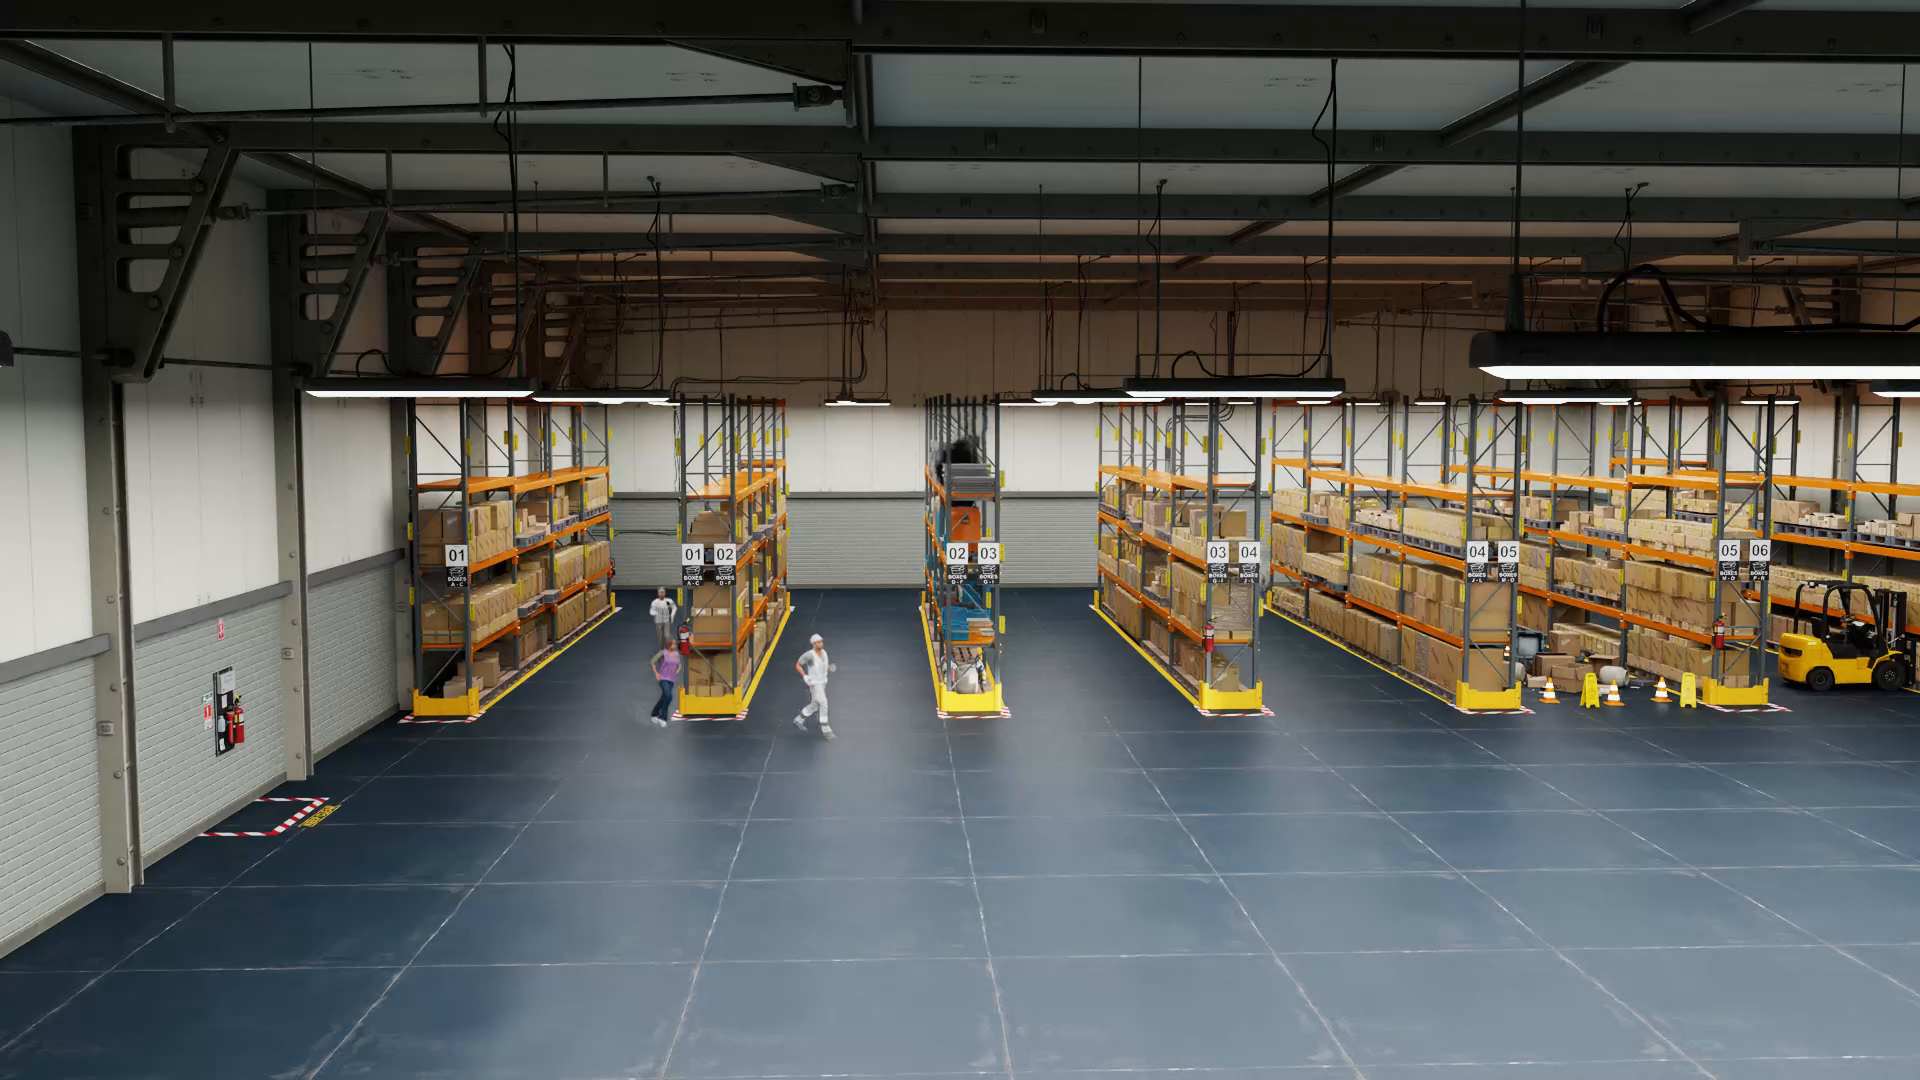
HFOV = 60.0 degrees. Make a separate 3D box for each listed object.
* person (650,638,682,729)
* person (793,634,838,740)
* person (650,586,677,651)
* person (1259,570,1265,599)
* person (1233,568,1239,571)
[{"bbox_3d":[-5.298,2.572,30.042,0.649,1.617,0.546,4,6,40],"label":"person"},{"bbox_3d":[-2.503,2.533,28.993,0.928,1.804,0.633,2,5,27],"label":"person"},{"bbox_3d":[-6.728,1.912,37.689,0.590,1.740,0.726,-1,5,-7],"label":"person"},{"bbox_3d":[7.776,1.381,44.010,0.686,1.755,0.772,0,5,-6],"label":"person"},{"bbox_3d":[7.707,1.250,46.761,0.549,1.592,0.765,0,5,3],"label":"person"}]
